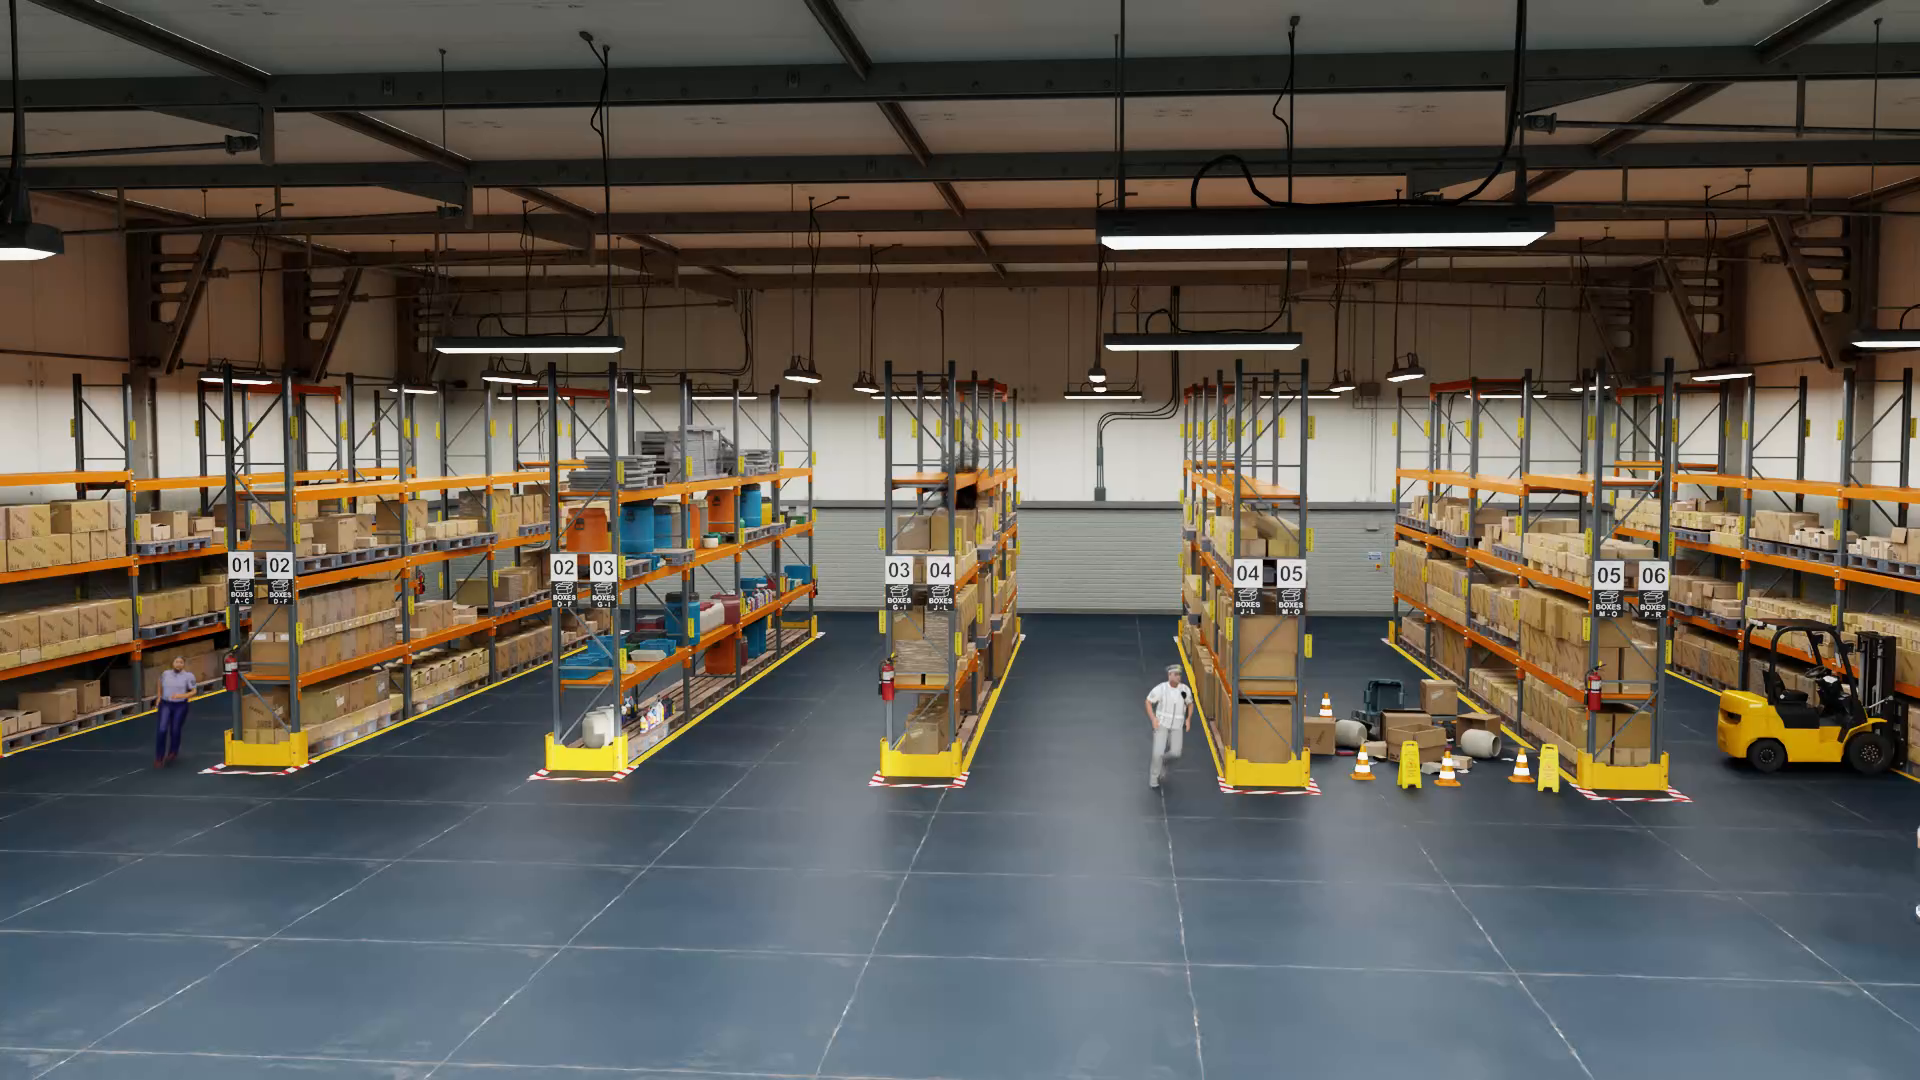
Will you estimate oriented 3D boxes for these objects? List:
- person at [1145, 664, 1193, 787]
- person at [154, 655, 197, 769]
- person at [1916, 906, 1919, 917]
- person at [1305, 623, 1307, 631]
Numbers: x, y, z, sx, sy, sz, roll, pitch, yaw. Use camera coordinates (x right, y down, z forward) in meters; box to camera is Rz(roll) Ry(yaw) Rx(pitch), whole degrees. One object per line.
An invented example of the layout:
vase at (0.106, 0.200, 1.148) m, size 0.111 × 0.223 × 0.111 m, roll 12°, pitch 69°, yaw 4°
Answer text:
person at (2.974, 2.609, 23.460) m, size 0.716 × 1.723 × 0.517 m, roll 0°, pitch 4°, yaw -6°
person at (-11.782, 2.563, 25.004) m, size 0.604 × 1.684 × 0.698 m, roll -1°, pitch 4°, yaw -19°
person at (9.394, 3.147, 15.834) m, size 0.601 × 1.636 × 0.578 m, roll -3°, pitch 5°, yaw -35°
person at (8.094, 1.483, 40.629) m, size 0.789 × 1.782 × 0.630 m, roll 1°, pitch 4°, yaw 11°
